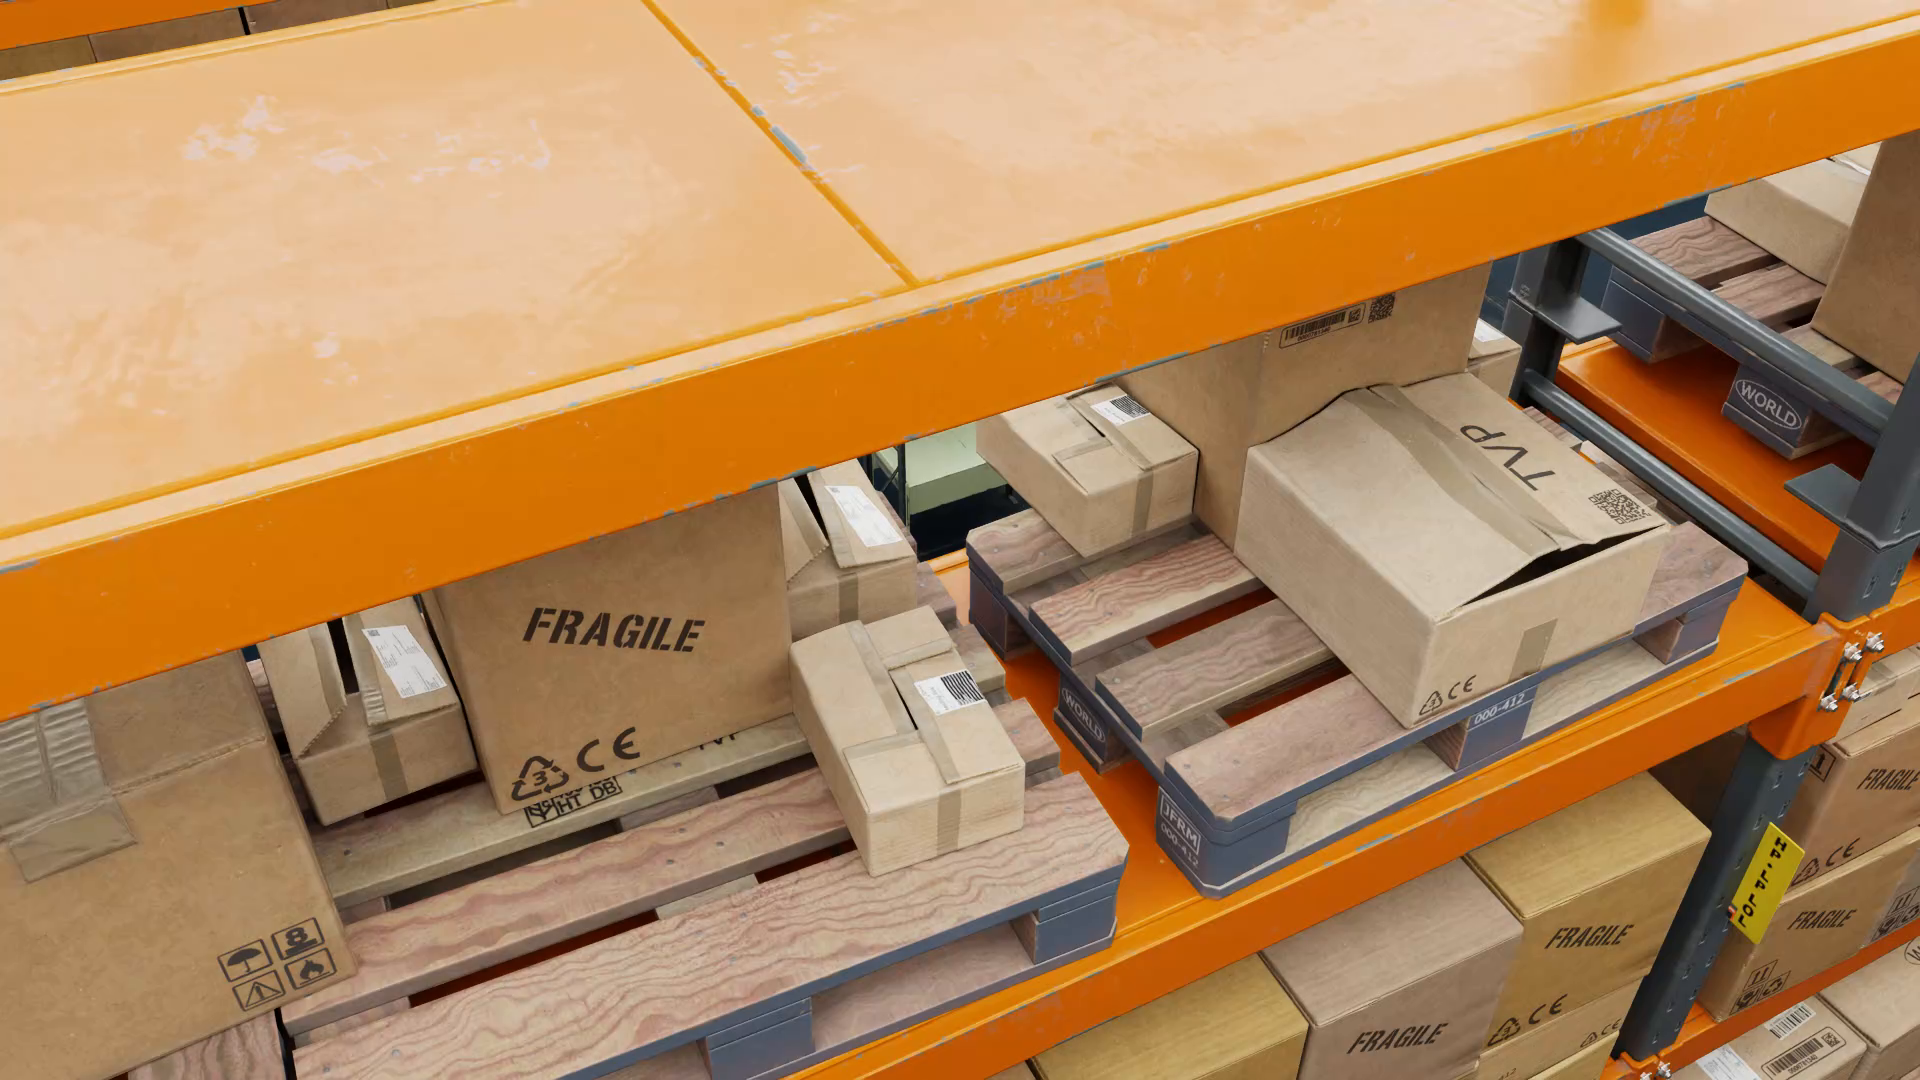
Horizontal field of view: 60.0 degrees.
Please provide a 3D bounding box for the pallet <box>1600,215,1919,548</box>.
[{"bbox_3d":[2.249,-0.484,3.736,1.213,0.211,1.003,-19,44,-21],"label":"pallet"}]

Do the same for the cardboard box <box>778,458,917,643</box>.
[{"bbox_3d":[-0.264,-0.044,2.926,0.258,0.266,0.396,-15,43,-17],"label":"cardboard box"}]

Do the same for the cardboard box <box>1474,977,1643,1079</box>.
[{"bbox_3d":[1.239,1.003,3.962,0.500,0.250,0.500,-19,44,-21],"label":"cardboard box"}]

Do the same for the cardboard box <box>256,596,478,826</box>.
[{"bbox_3d":[-0.970,0.194,2.646,0.258,0.266,0.396,-20,44,-22],"label":"cardboard box"}]

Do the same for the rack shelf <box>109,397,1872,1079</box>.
[{"bbox_3d":[-0.256,0.592,2.953,4.000,0.370,1.077,-19,44,-21],"label":"rack shelf"}]

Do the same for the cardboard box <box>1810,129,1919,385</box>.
[{"bbox_3d":[2.137,-0.571,3.291,0.500,0.500,0.500,-18,43,-20],"label":"cardboard box"}]

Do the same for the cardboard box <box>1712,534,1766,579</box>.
[{"bbox_3d":[1.928,-0.093,4.173,0.250,0.149,0.380,-18,43,-20],"label":"cardboard box"}]

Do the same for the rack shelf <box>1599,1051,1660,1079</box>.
[{"bbox_3d":[-0.256,1.737,3.922,4.000,0.370,1.077,-19,44,-21],"label":"rack shelf"}]

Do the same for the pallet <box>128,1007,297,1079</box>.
[{"bbox_3d":[-1.483,0.764,2.339,1.003,0.211,1.213,-17,43,-19],"label":"pallet"}]

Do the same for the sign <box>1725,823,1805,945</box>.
[{"bbox_3d":[1.777,0.762,3.682,0.005,0.325,0.100,-19,44,-21],"label":"sign"}]

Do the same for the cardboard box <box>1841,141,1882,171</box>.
[{"bbox_3d":[2.171,-0.835,3.874,0.250,0.149,0.380,-18,43,-20],"label":"cardboard box"}]

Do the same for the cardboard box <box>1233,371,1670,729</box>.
[{"bbox_3d":[0.833,-0.022,2.866,0.500,0.311,0.500,-19,44,-21],"label":"cardboard box"}]

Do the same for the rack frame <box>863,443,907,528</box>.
[{"bbox_3d":[-0.331,-0.461,7.123,0.023,1.500,0.400,-19,44,-21],"label":"rack frame"}]

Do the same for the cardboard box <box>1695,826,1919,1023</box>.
[{"bbox_3d":[2.055,0.837,4.351,0.500,0.500,0.500,-17,43,-19],"label":"cardboard box"}]

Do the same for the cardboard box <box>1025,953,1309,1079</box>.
[{"bbox_3d":[0.324,1.022,3.359,0.500,0.500,0.500,-17,43,-19],"label":"cardboard box"}]

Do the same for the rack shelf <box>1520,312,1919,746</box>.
[{"bbox_3d":[3.292,-0.602,4.363,4.000,0.370,1.077,-19,44,-21],"label":"rack shelf"}]

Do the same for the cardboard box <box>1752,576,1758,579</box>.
[{"bbox_3d":[1.809,0.147,4.393,0.500,0.500,0.500,-19,44,-21],"label":"cardboard box"}]

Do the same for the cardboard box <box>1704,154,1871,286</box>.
[{"bbox_3d":[1.937,-0.801,3.743,0.258,0.266,0.396,-17,43,-19],"label":"cardboard box"}]

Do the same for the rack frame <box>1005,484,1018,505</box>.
[{"bbox_3d":[0.319,-0.680,7.381,0.023,1.500,0.400,-19,44,-21],"label":"rack frame"}]

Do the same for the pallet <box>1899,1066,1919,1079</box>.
[{"bbox_3d":[3.312,1.381,5.944,1.213,0.211,1.003,-19,44,-21],"label":"pallet"}]

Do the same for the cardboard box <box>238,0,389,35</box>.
[{"bbox_3d":[-4.410,-3.693,11.099,0.875,0.875,1.225,-20,44,-22],"label":"cardboard box"}]

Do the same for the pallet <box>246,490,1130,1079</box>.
[{"bbox_3d":[-0.493,0.428,2.736,1.213,0.211,1.003,-17,43,-19],"label":"pallet"}]

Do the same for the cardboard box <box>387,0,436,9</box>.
[{"bbox_3d":[-3.618,-3.960,11.415,0.875,0.875,1.225,-18,44,-21],"label":"cardboard box"}]

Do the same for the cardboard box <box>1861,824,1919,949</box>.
[{"bbox_3d":[2.503,0.689,4.525,0.500,0.500,0.500,-18,44,-20],"label":"cardboard box"}]

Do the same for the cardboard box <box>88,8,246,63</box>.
[{"bbox_3d":[-5.191,-3.424,10.782,0.875,0.875,1.225,-18,44,-21],"label":"cardboard box"}]

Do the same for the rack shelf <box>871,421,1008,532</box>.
[{"bbox_3d":[-0.006,-0.322,7.463,0.720,0.370,0.431,-19,44,-21],"label":"rack shelf"}]

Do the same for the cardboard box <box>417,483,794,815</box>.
[{"bbox_3d":[-0.600,0.024,2.665,0.500,0.500,0.500,-18,44,-20],"label":"cardboard box"}]

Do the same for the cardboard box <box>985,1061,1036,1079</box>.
[{"bbox_3d":[-0.129,1.185,3.167,0.500,0.500,0.500,-18,43,-20],"label":"cardboard box"}]

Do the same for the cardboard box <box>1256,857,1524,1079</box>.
[{"bbox_3d":[0.782,0.881,3.525,0.500,0.500,0.500,-18,43,-20],"label":"cardboard box"}]

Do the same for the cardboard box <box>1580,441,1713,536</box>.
[{"bbox_3d":[1.644,-0.076,4.154,0.250,0.149,0.380,-19,44,-21],"label":"cardboard box"}]

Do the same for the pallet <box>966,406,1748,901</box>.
[{"bbox_3d":[0.728,0.095,3.131,1.217,0.209,0.805,-20,44,-22],"label":"pallet"}]

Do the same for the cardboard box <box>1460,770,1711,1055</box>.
[{"bbox_3d":[1.238,0.723,3.712,0.500,0.500,0.500,-17,43,-19],"label":"cardboard box"}]

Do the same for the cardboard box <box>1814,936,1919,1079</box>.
[{"bbox_3d":[2.918,1.290,5.552,0.875,0.438,0.875,-20,44,-22],"label":"cardboard box"}]

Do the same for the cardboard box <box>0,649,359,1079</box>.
[{"bbox_3d":[-1.239,0.312,2.325,0.500,0.500,0.700,-21,44,-23],"label":"cardboard box"}]

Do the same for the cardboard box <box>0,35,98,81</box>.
[{"bbox_3d":[-5.986,-3.163,10.473,0.875,0.875,1.225,-21,44,-23],"label":"cardboard box"}]

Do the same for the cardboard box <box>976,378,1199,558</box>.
[{"bbox_3d":[0.234,-0.174,3.156,0.250,0.166,0.380,-22,45,-23],"label":"cardboard box"}]

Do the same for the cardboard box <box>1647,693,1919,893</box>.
[{"bbox_3d":[2.052,0.442,4.043,0.500,0.500,0.500,-18,44,-20],"label":"cardboard box"}]

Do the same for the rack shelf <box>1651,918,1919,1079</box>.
[{"bbox_3d":[3.292,0.543,5.332,4.000,0.370,1.077,-19,44,-21],"label":"rack shelf"}]

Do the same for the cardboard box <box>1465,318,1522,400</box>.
[{"bbox_3d":[0.913,-0.440,3.394,0.258,0.266,0.396,-19,44,-21],"label":"cardboard box"}]

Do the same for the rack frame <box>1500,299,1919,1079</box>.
[{"bbox_3d":[1.518,0.865,4.395,0.127,3.000,1.000,-19,44,-21],"label":"rack frame"}]

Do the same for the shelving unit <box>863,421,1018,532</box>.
[{"bbox_3d":[-0.006,-0.570,7.252,0.755,1.500,0.431,-19,44,-21],"label":"shelving unit"}]

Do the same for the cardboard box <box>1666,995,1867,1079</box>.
[{"bbox_3d":[2.125,1.557,5.236,0.875,0.438,0.875,-19,44,-21],"label":"cardboard box"}]

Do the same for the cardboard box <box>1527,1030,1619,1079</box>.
[{"bbox_3d":[1.237,1.201,4.115,0.500,0.250,0.500,-20,44,-22],"label":"cardboard box"}]

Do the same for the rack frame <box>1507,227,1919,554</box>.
[{"bbox_3d":[1.518,-1.424,2.457,0.127,3.000,1.000,-19,44,-21],"label":"rack frame"}]

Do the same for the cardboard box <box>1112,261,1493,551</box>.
[{"bbox_3d":[0.602,-0.381,3.143,0.500,0.500,0.500,-19,44,-21],"label":"cardboard box"}]

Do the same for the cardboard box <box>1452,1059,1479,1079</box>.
[{"bbox_3d":[0.800,1.156,3.781,0.500,0.250,0.500,-18,43,-20],"label":"cardboard box"}]

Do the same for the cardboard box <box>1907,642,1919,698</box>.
[{"bbox_3d":[2.138,0.167,3.867,0.250,0.149,0.380,-18,43,-20],"label":"cardboard box"}]

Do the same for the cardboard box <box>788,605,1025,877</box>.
[{"bbox_3d":[-0.090,0.300,2.597,0.250,0.166,0.380,-15,43,-17],"label":"cardboard box"}]

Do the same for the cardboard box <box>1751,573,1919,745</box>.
[{"bbox_3d":[1.918,0.253,3.766,0.250,0.149,0.380,-19,44,-21],"label":"cardboard box"}]
